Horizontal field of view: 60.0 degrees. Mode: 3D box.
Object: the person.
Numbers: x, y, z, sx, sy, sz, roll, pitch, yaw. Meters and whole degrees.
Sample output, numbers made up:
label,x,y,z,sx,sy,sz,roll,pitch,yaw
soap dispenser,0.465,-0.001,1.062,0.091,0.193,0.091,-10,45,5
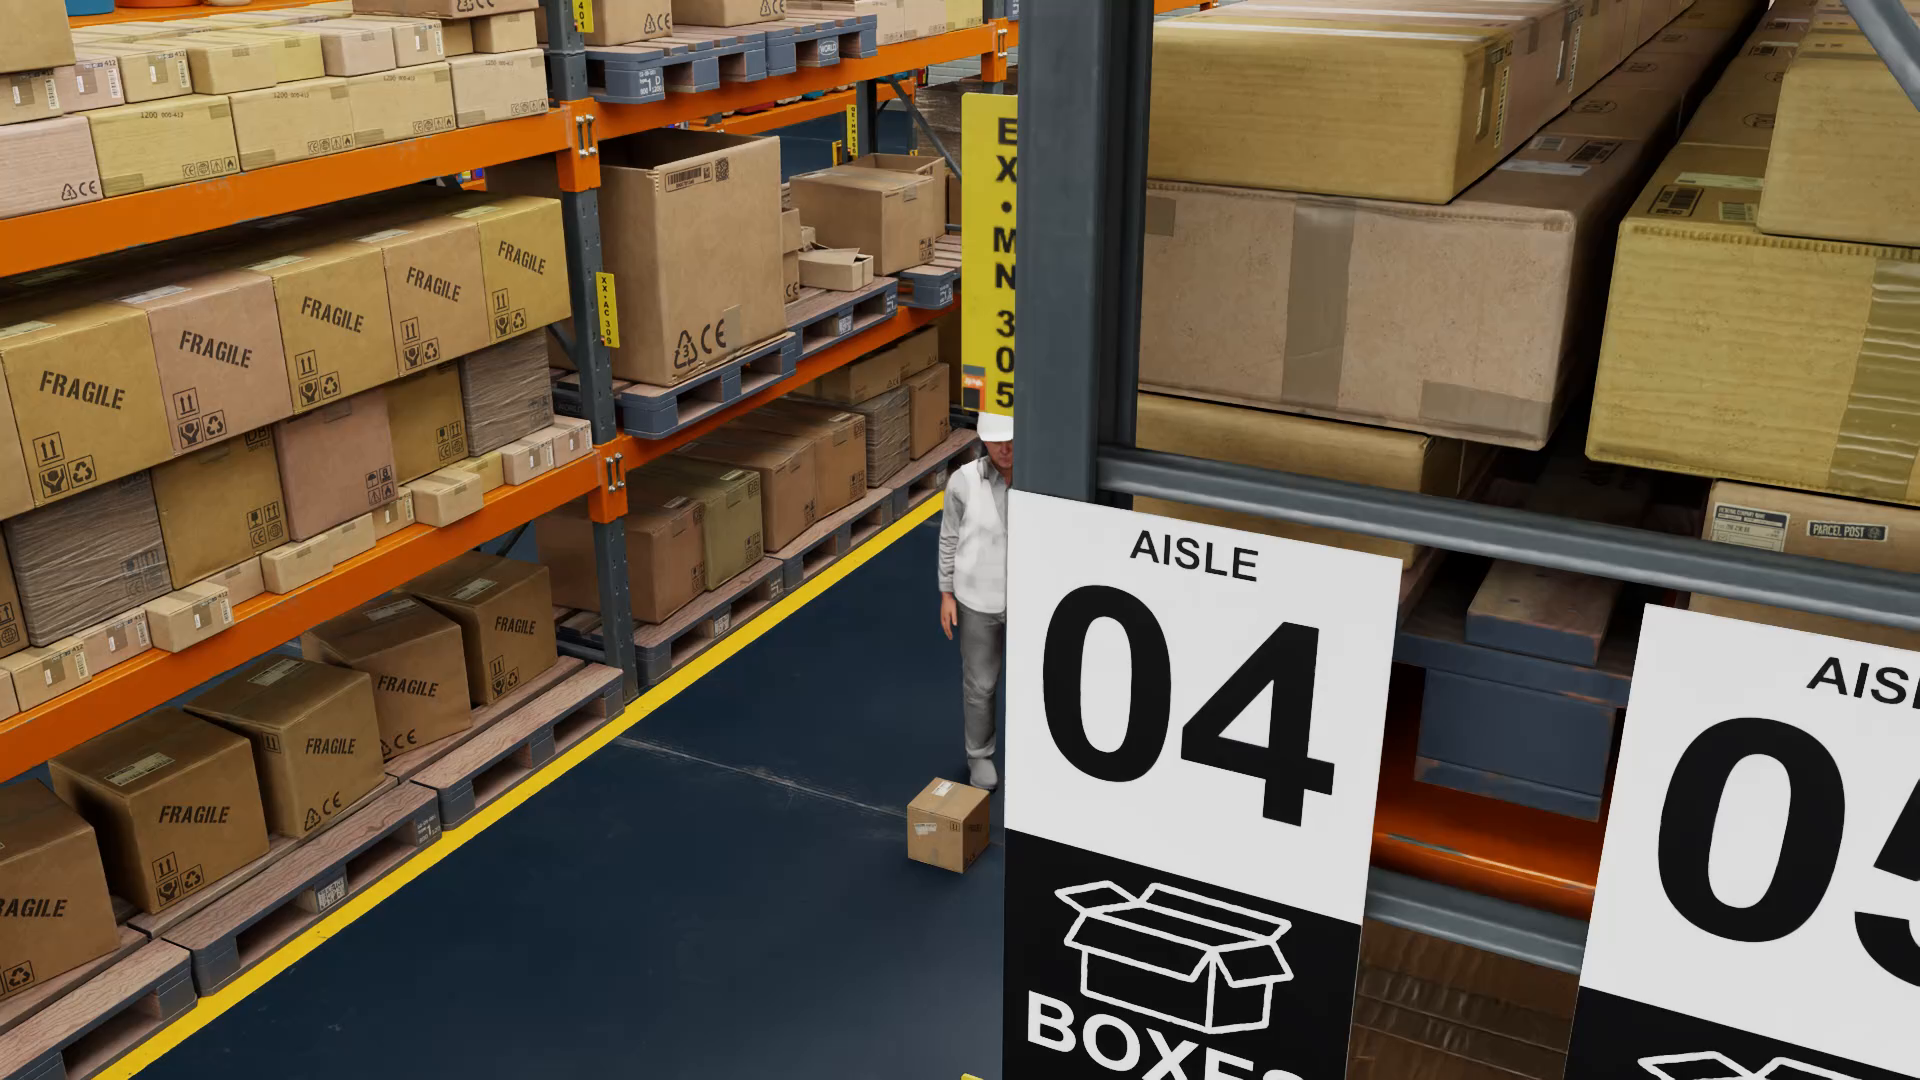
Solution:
label,x,y,z,sx,sy,sz,roll,pitch,yaw
person,0.193,0.274,6.879,0.572,1.770,0.583,0,23,1
